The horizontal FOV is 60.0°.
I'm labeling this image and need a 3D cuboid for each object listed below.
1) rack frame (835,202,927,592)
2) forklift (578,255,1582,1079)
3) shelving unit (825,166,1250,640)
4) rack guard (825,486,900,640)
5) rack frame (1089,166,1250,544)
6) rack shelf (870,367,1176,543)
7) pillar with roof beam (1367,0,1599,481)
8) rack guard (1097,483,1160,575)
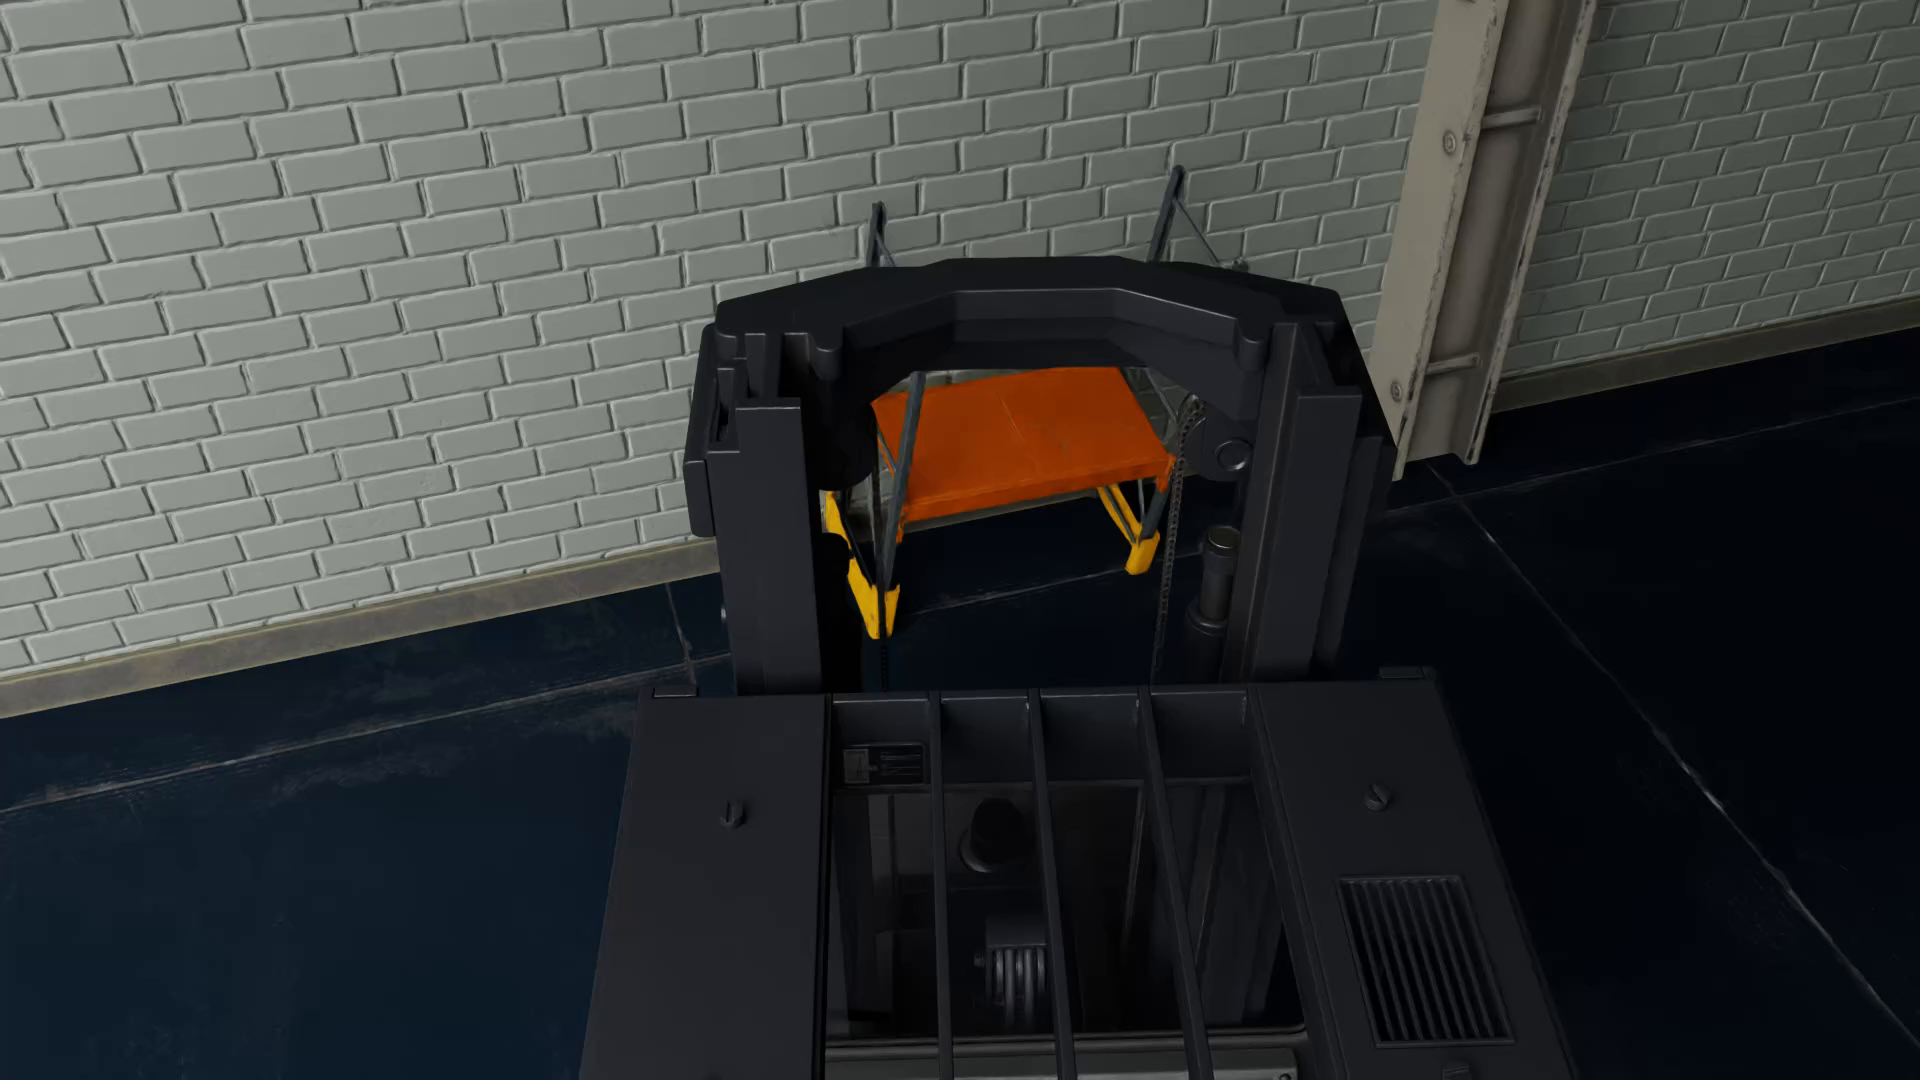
[{"bbox_3d":[-0.267,-0.353,5.436,0.032,1.500,0.500,-11,53,-19],"label":"rack frame"},{"bbox_3d":[0.120,1.158,2.697,1.130,2.935,3.031,-1,41,-2],"label":"forklift"},{"bbox_3d":[0.197,-0.442,5.597,1.083,1.500,0.587,-11,53,-19],"label":"shelving unit"},{"bbox_3d":[-0.353,0.045,5.910,0.087,0.250,0.587,-11,53,-19],"label":"rack guard"},{"bbox_3d":[0.678,-0.535,5.764,0.032,1.500,0.500,-11,53,-19],"label":"rack frame"},{"bbox_3d":[0.180,-0.329,5.737,1.000,0.185,0.538,-11,53,-19],"label":"rack shelf"},{"bbox_3d":[3.120,-1.051,0.614,0.400,9.000,9.100,-12,42,-13],"label":"pillar with roof beam"},{"bbox_3d":[0.572,-0.134,6.232,0.087,0.250,0.587,-11,53,-19],"label":"rack guard"}]
